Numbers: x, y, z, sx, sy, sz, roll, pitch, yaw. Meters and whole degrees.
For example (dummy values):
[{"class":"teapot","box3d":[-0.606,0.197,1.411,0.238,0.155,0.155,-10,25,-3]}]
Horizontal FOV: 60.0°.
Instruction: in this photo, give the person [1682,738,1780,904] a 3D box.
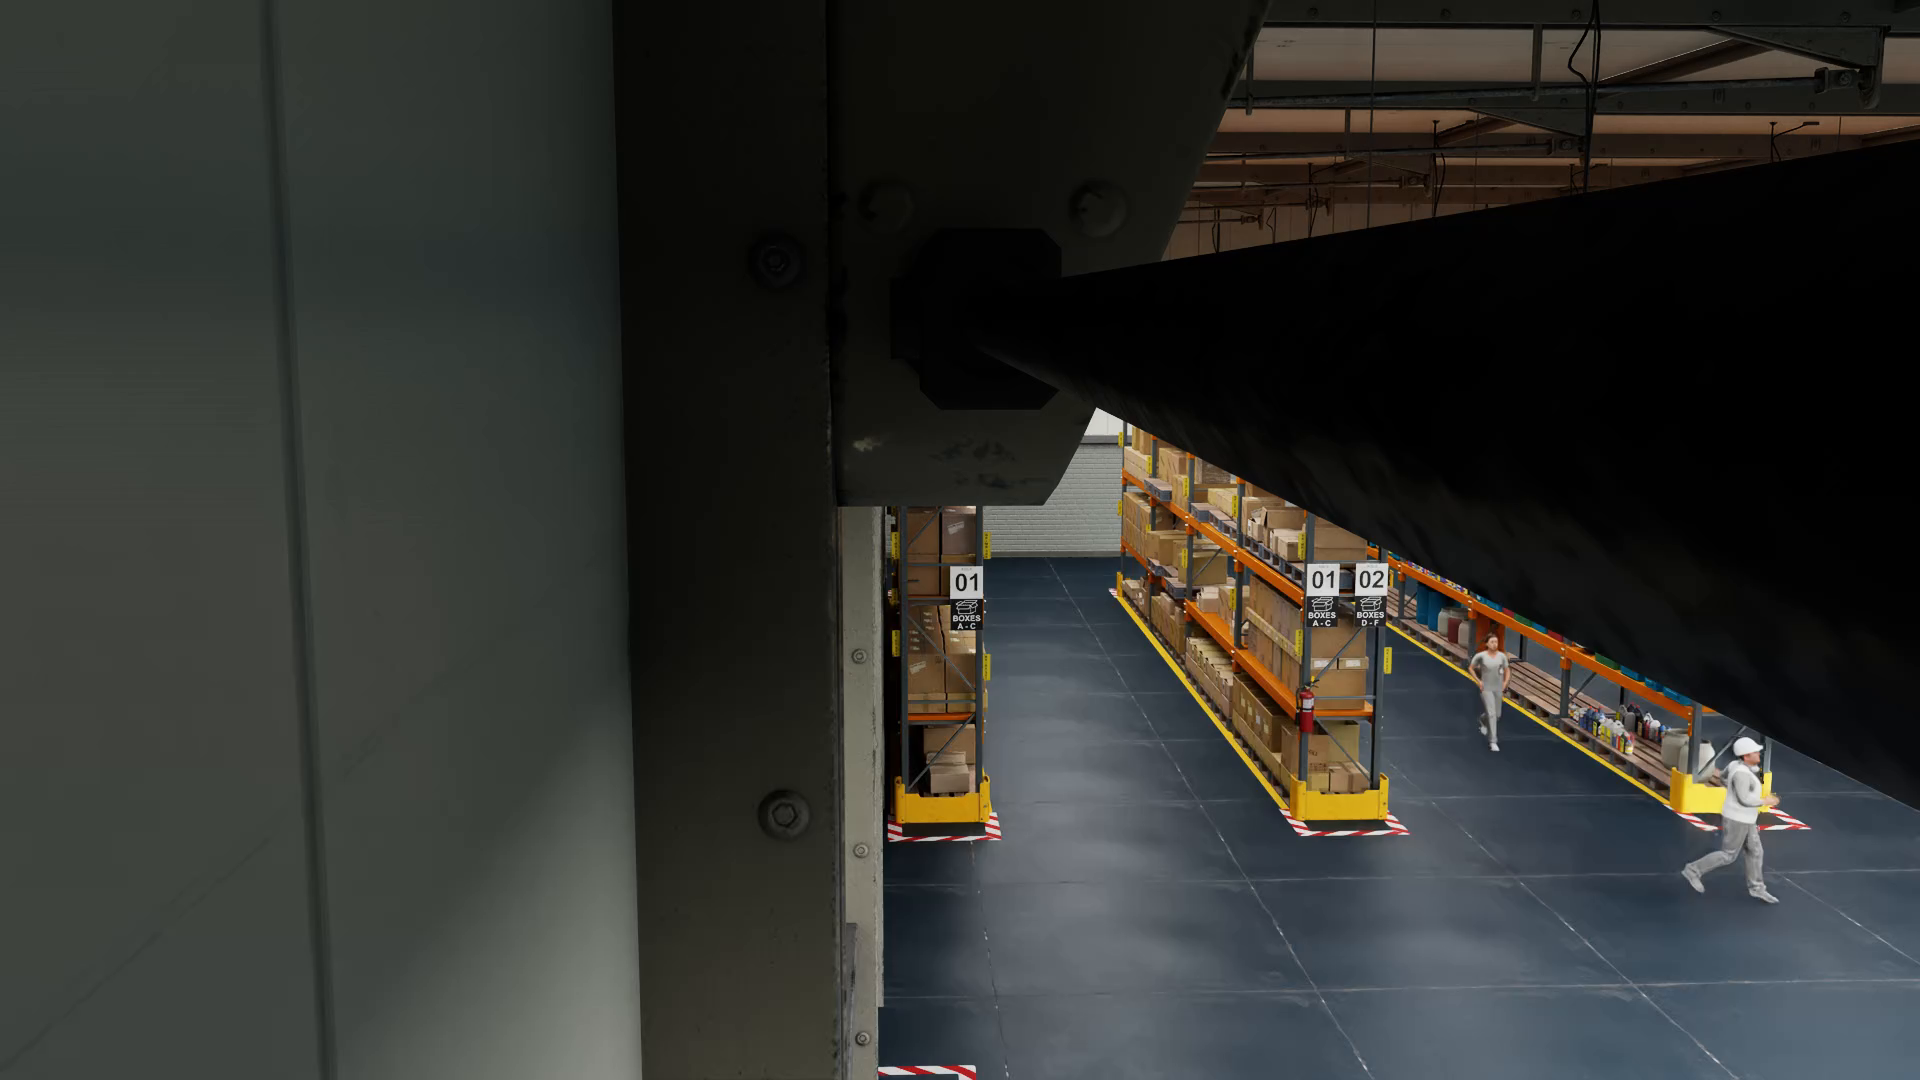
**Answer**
[{"class":"person","box3d":[8.266,2.973,17.749,0.968,1.789,0.667,4,9,23]}]

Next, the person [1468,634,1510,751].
[{"class":"person","box3d":[7.631,2.155,23.989,0.579,1.651,0.790,-1,8,-5]}]
